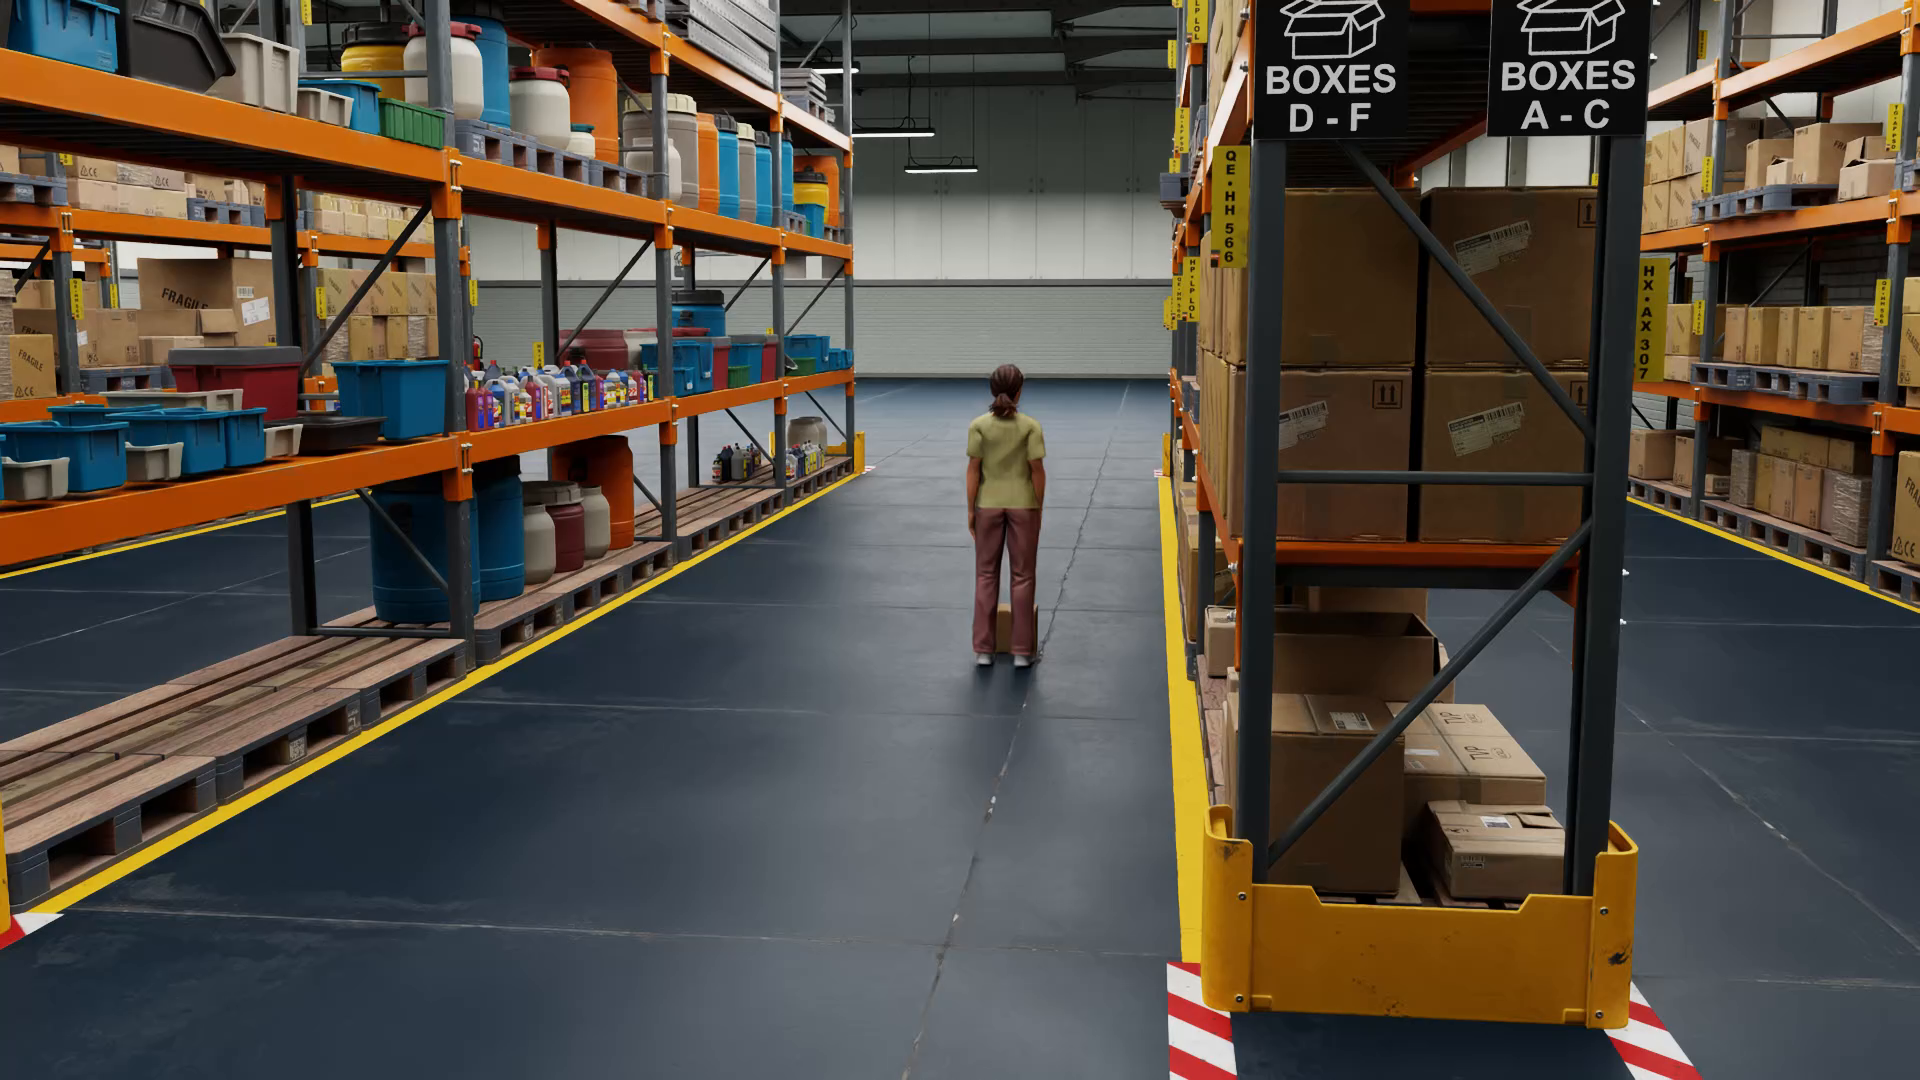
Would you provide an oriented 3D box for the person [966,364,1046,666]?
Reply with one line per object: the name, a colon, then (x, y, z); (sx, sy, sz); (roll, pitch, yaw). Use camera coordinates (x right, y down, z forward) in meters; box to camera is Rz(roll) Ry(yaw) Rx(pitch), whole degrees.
person: (0.259, -0.132, 9.228); (0.444, 1.679, 0.396); (1, 8, 8)
